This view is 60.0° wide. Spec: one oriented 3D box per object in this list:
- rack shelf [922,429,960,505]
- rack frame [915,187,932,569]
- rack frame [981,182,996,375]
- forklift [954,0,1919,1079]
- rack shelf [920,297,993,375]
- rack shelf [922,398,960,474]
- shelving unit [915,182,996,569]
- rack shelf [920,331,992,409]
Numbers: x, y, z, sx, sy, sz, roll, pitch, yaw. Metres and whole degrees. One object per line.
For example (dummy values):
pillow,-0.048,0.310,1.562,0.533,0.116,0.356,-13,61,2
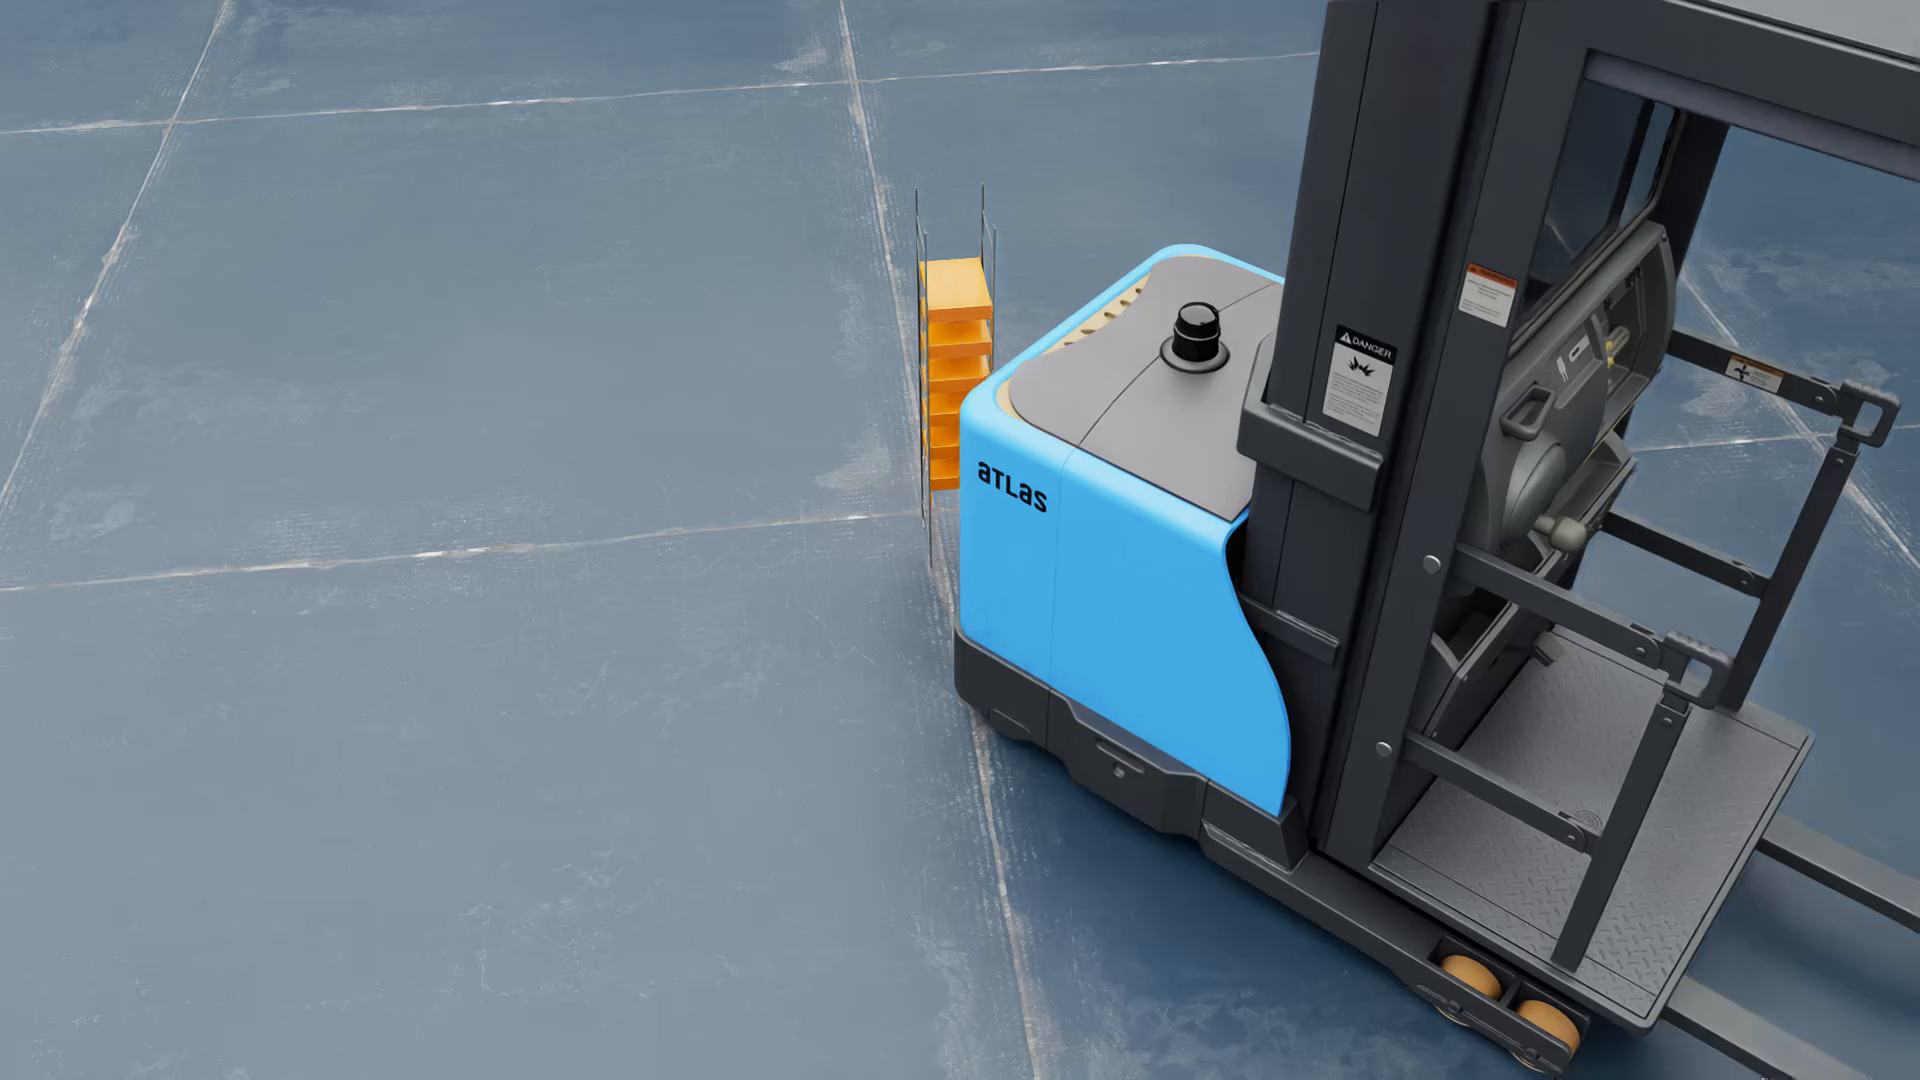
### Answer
rack shelf,-0.014,-0.233,5.037,0.180,0.103,0.258,-5,42,-6
rack frame,-0.105,-0.436,4.838,0.006,1.200,0.240,-5,42,-6
rack frame,0.076,-0.452,4.856,0.006,1.200,0.240,-5,42,-6
forklift,1.445,-0.224,3.376,3.031,2.843,1.129,29,49,28
rack shelf,-0.014,-0.589,4.716,0.180,0.103,0.258,-5,42,-6
rack shelf,-0.014,-0.322,4.957,0.180,0.103,0.258,-5,42,-6
shelving unit,-0.014,-0.444,4.847,0.189,1.200,0.258,-5,42,-6
rack shelf,-0.014,-0.500,4.796,0.180,0.103,0.258,-5,42,-6
